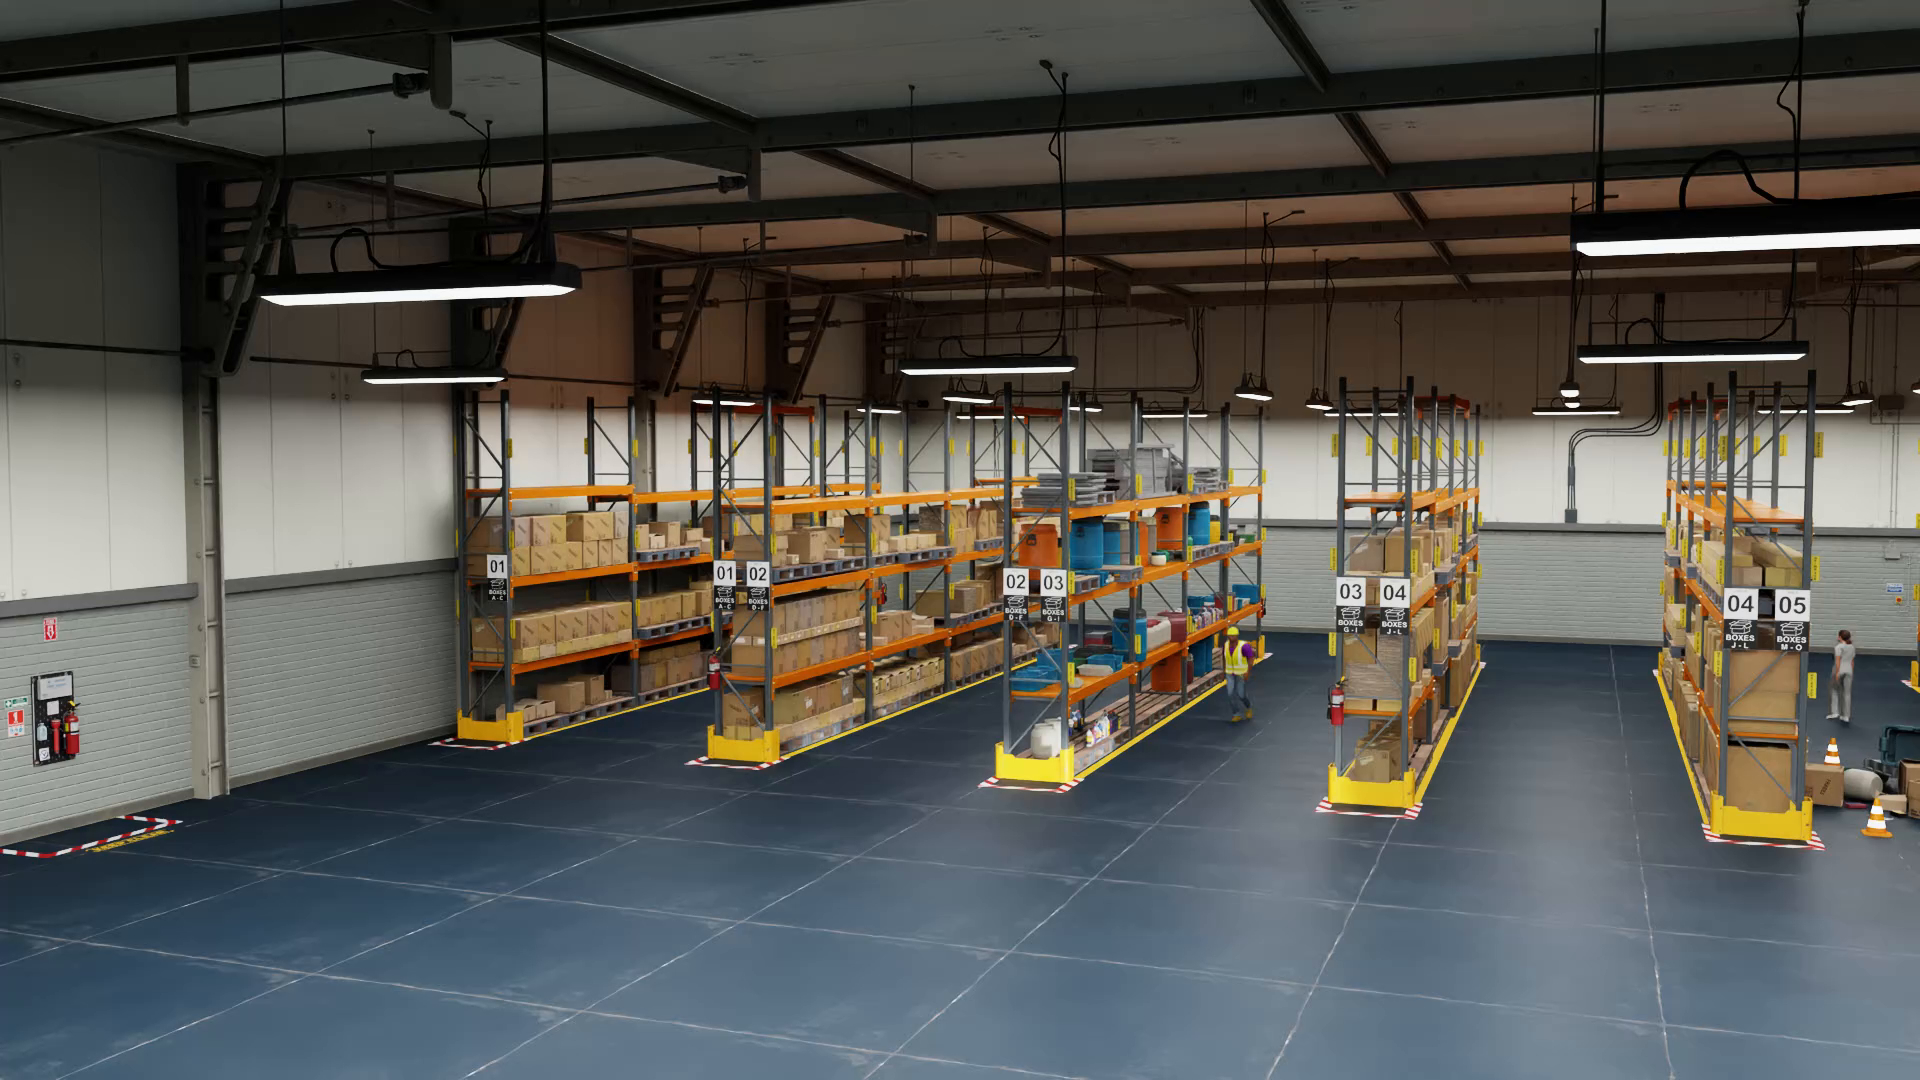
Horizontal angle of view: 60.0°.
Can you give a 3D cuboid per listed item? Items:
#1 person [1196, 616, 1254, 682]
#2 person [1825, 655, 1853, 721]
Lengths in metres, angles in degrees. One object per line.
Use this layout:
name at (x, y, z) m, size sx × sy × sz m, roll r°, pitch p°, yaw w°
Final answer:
person at (5.029, 2.035, 32.066) m, size 2.600 × 0.999 × 2.974 m, roll 2°, pitch 4°, yaw 36°
person at (16.211, 2.722, 30.592) m, size 0.368 × 1.282 × 0.606 m, roll 1°, pitch 3°, yaw 11°
